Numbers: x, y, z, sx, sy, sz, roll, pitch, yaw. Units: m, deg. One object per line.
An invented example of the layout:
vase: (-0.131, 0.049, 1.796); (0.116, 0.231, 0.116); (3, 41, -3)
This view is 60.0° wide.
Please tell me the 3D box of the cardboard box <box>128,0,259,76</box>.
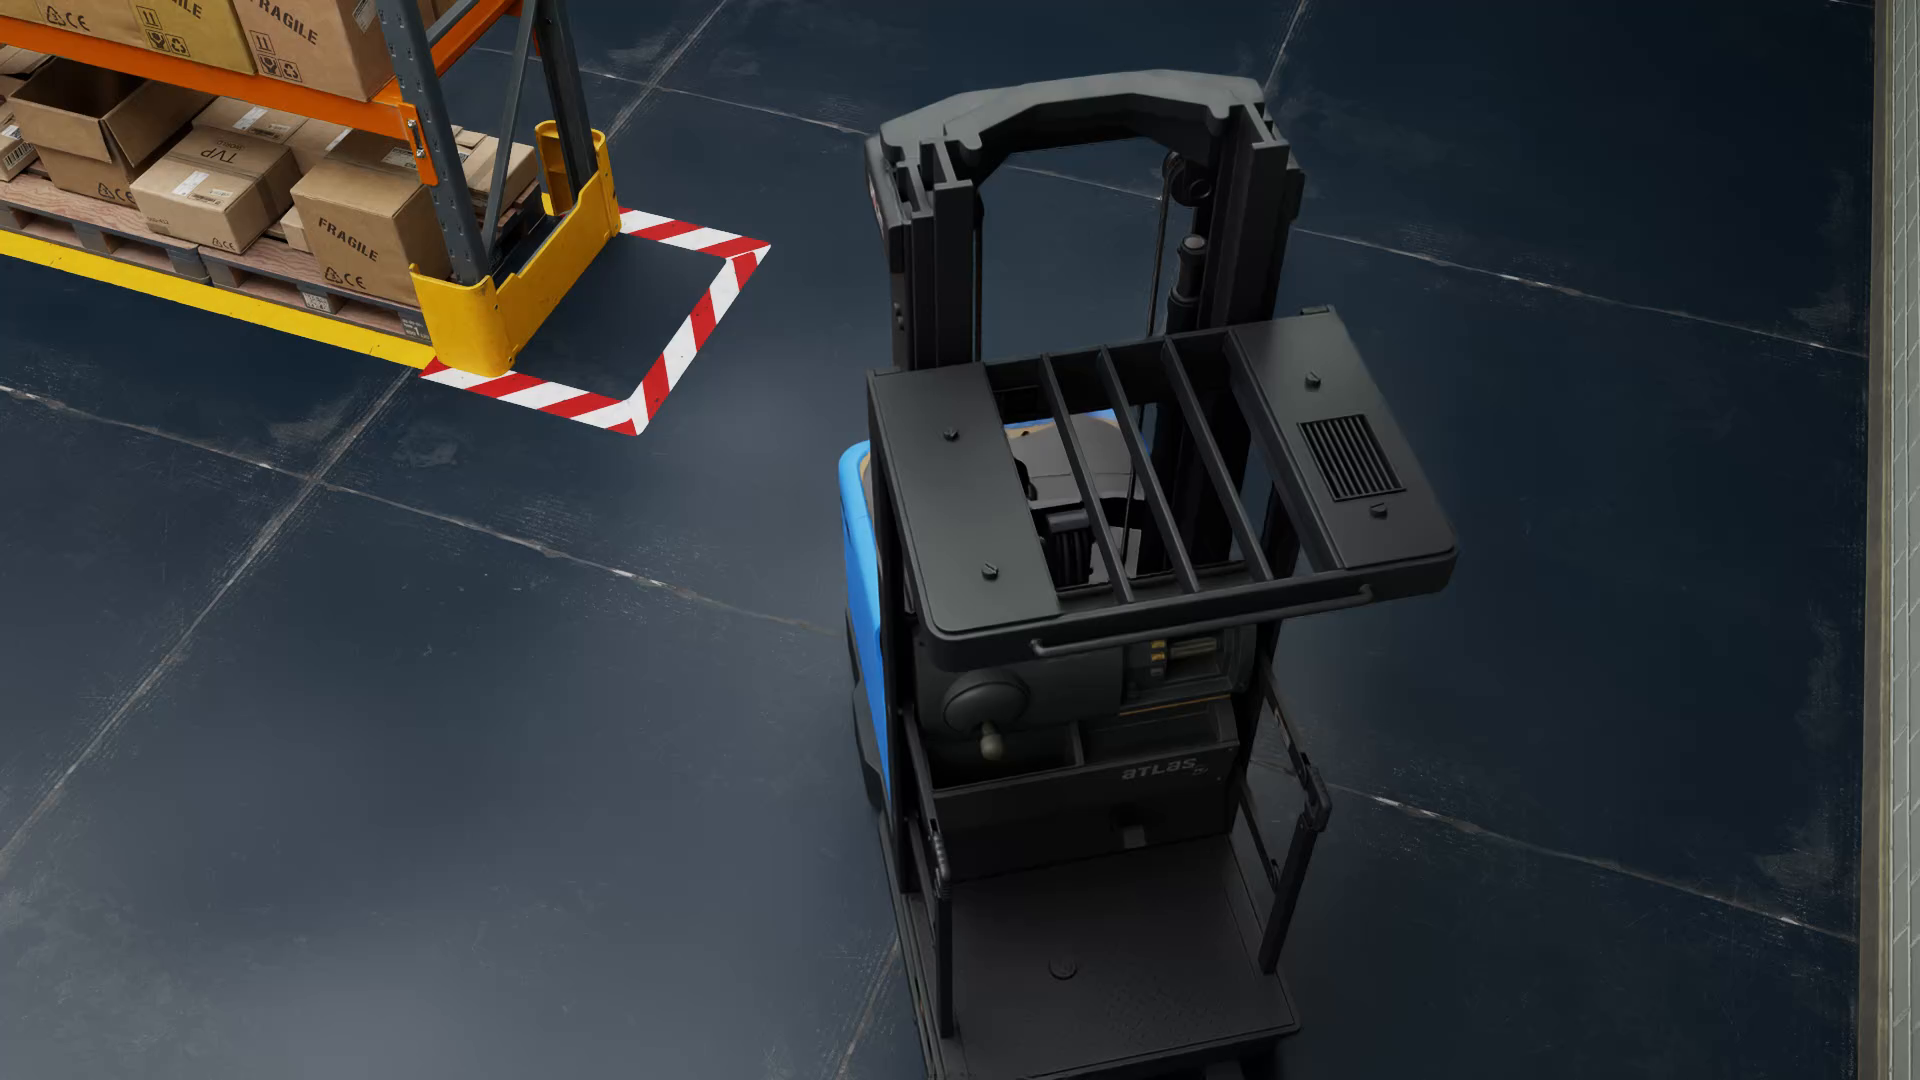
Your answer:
cardboard box: (-2.884, -2.203, 6.475); (0.500, 0.500, 0.500); (16, 51, 13)

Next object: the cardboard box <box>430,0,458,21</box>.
cardboard box: (-2.207, -2.449, 6.688); (0.500, 0.500, 0.500); (17, 51, 14)

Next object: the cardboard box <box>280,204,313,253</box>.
cardboard box: (-2.826, -1.467, 7.487); (0.250, 0.166, 0.380); (16, 51, 13)

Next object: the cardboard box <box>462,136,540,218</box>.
cardboard box: (-2.156, -1.677, 7.680); (0.250, 0.149, 0.380); (16, 51, 13)

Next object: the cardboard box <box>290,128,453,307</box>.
cardboard box: (-2.477, -1.406, 7.213); (0.500, 0.500, 0.500); (16, 51, 13)

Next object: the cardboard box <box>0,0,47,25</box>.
cardboard box: (-3.823, -2.470, 6.706); (0.500, 0.500, 0.500); (15, 51, 13)

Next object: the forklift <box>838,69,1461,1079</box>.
forklift: (0.385, 0.444, 4.292); (1.130, 2.935, 3.031); (-9, 50, -8)

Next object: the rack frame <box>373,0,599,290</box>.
rack frame: (-1.882, -2.113, 6.463); (0.127, 3.000, 1.000); (16, 51, 13)

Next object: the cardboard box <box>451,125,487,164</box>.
cardboard box: (-2.390, -1.748, 7.730); (0.250, 0.166, 0.380); (16, 51, 13)

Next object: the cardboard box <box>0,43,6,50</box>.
cardboard box: (-5.001, -2.538, 8.194); (0.500, 0.500, 0.500); (16, 51, 13)

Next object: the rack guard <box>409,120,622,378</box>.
rack guard: (-1.953, -1.314, 7.425); (0.348, 0.500, 1.175); (16, 51, 13)

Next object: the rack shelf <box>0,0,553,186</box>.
rack shelf: (-3.758, -2.401, 7.189); (4.000, 0.370, 1.077); (16, 51, 13)

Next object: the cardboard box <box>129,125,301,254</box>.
cardboard box: (-3.358, -1.594, 7.542); (0.500, 0.250, 0.500); (16, 51, 13)

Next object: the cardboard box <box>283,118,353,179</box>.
cardboard box: (-2.763, -1.831, 7.747); (0.500, 0.250, 0.500); (16, 51, 13)

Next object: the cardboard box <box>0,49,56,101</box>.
cardboard box: (-4.298, -2.279, 8.095); (0.500, 0.311, 0.500); (16, 51, 13)

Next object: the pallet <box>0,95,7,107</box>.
pallet: (-4.990, -2.066, 8.268); (1.213, 0.211, 1.003); (16, 51, 13)

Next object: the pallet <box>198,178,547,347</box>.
pallet: (-2.701, -1.427, 7.714); (1.213, 0.211, 1.003); (16, 51, 13)

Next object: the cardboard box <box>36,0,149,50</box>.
cardboard box: (-3.350, -2.338, 6.592); (0.500, 0.500, 0.500); (16, 51, 13)

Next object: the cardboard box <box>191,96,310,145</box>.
cardboard box: (-3.232, -1.962, 7.860); (0.500, 0.250, 0.500); (16, 51, 13)

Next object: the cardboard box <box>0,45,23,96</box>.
cardboard box: (-4.629, -2.367, 8.278); (0.250, 0.149, 0.380); (16, 51, 13)

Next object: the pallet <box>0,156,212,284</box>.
pallet: (-3.842, -1.748, 7.992); (1.213, 0.211, 1.003); (16, 51, 13)

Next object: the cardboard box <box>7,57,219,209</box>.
cardboard box: (-3.870, -1.998, 7.725); (0.637, 0.503, 0.797); (16, 51, 13)

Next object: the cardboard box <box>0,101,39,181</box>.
cardboard box: (-4.500, -1.894, 7.857); (0.250, 0.166, 0.380); (16, 51, 13)

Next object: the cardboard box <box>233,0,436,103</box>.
cardboard box: (-2.396, -2.070, 6.359); (0.500, 0.500, 0.500); (17, 51, 14)
